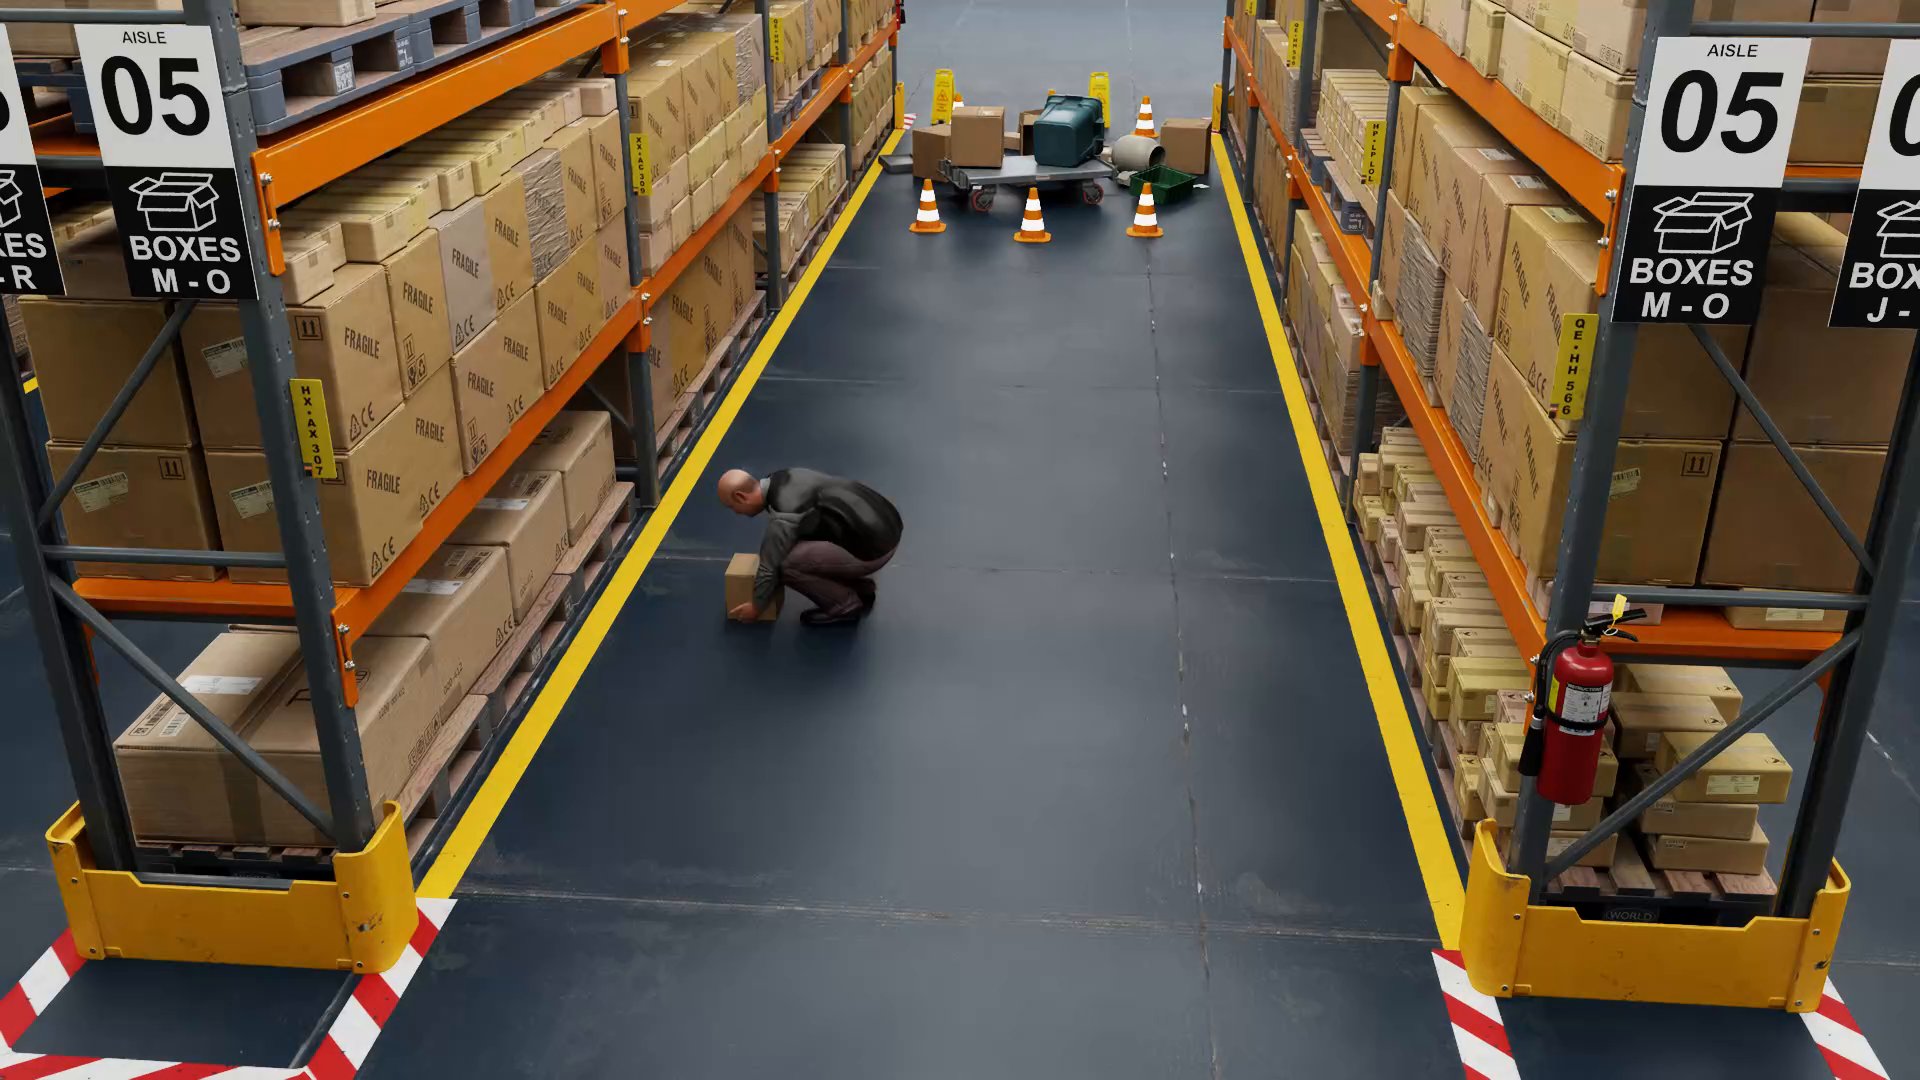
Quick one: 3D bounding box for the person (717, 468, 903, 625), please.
[{"bbox_3d":[-0.737,0.032,8.282,0.893,0.832,0.526,2,24,4],"label":"person"}]
